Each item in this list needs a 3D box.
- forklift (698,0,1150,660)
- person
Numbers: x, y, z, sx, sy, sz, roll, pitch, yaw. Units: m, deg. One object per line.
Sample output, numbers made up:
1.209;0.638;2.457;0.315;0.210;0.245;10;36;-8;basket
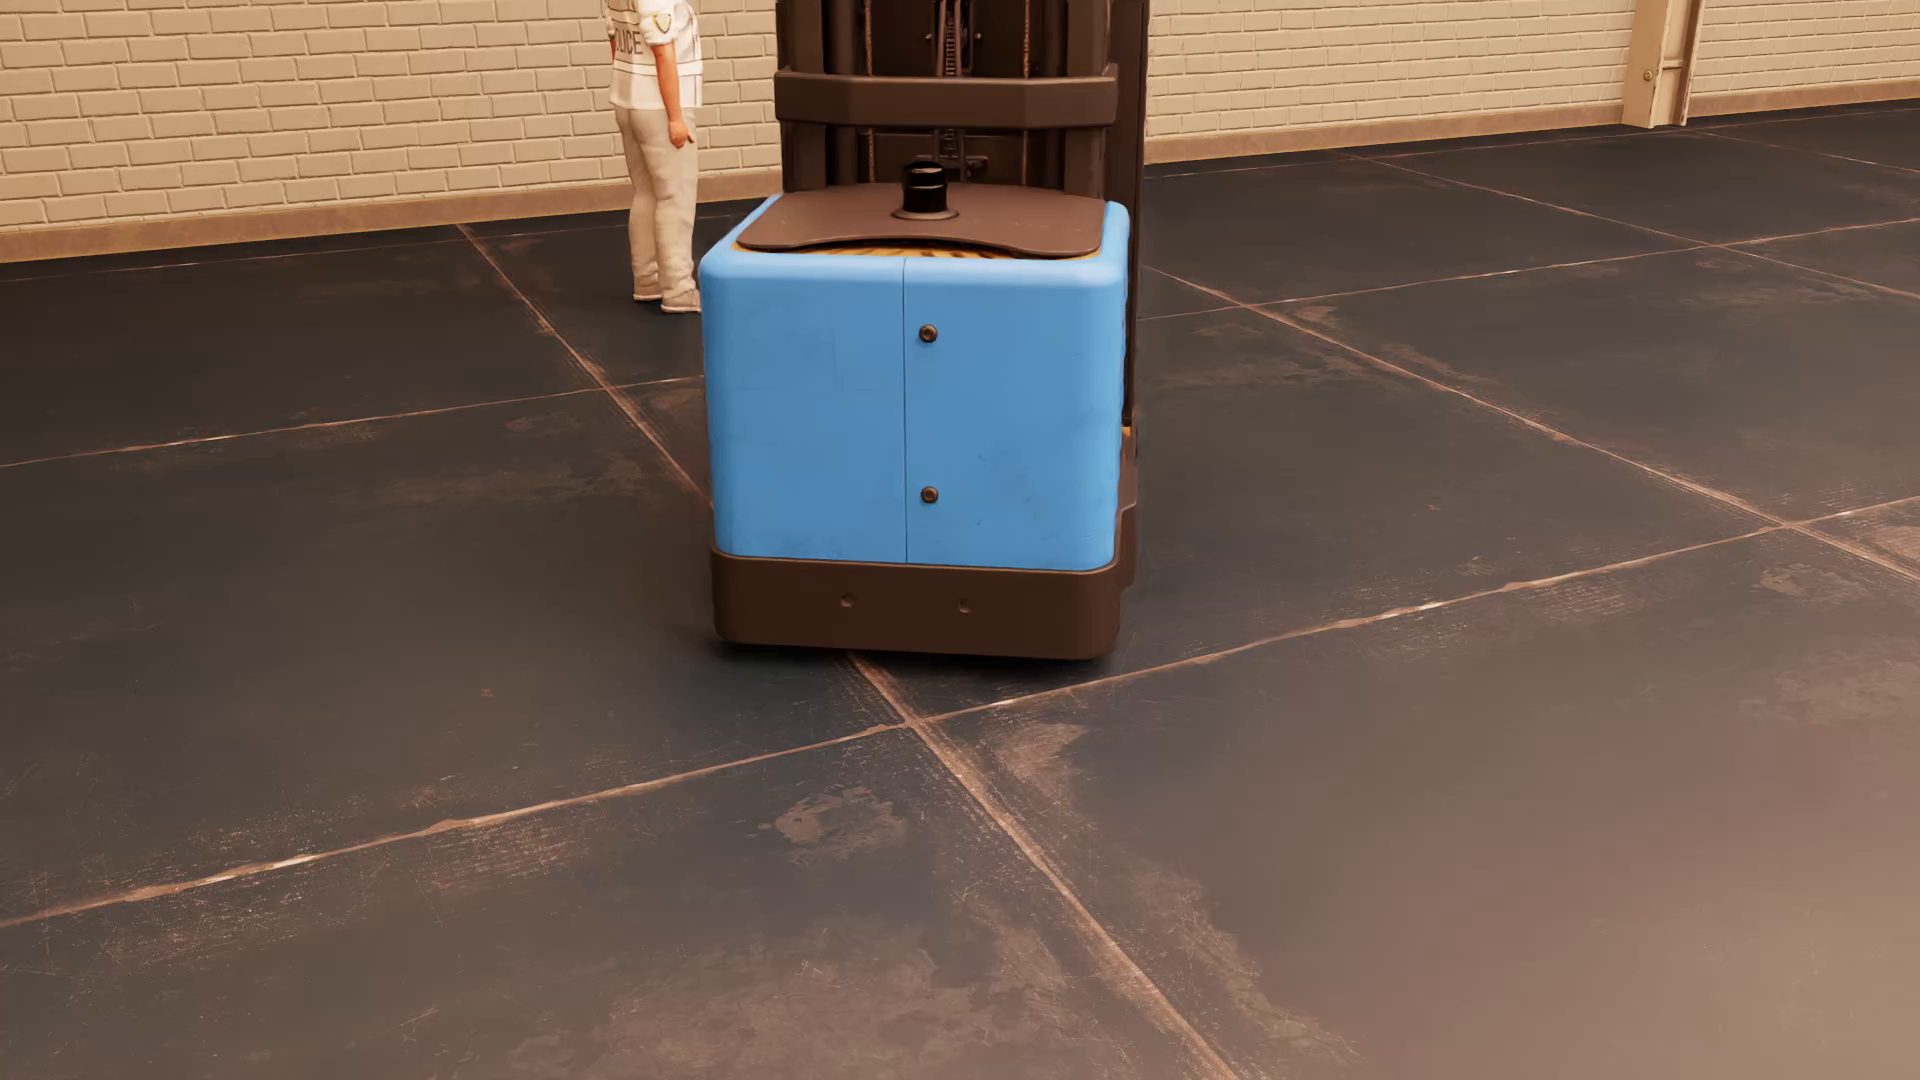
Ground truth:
0.034;-1.579;5.087;1.130;2.935;3.031;2;23;6;forklift
-1.343;-1.925;7.435;0.399;1.775;0.521;-15;27;-32;person
